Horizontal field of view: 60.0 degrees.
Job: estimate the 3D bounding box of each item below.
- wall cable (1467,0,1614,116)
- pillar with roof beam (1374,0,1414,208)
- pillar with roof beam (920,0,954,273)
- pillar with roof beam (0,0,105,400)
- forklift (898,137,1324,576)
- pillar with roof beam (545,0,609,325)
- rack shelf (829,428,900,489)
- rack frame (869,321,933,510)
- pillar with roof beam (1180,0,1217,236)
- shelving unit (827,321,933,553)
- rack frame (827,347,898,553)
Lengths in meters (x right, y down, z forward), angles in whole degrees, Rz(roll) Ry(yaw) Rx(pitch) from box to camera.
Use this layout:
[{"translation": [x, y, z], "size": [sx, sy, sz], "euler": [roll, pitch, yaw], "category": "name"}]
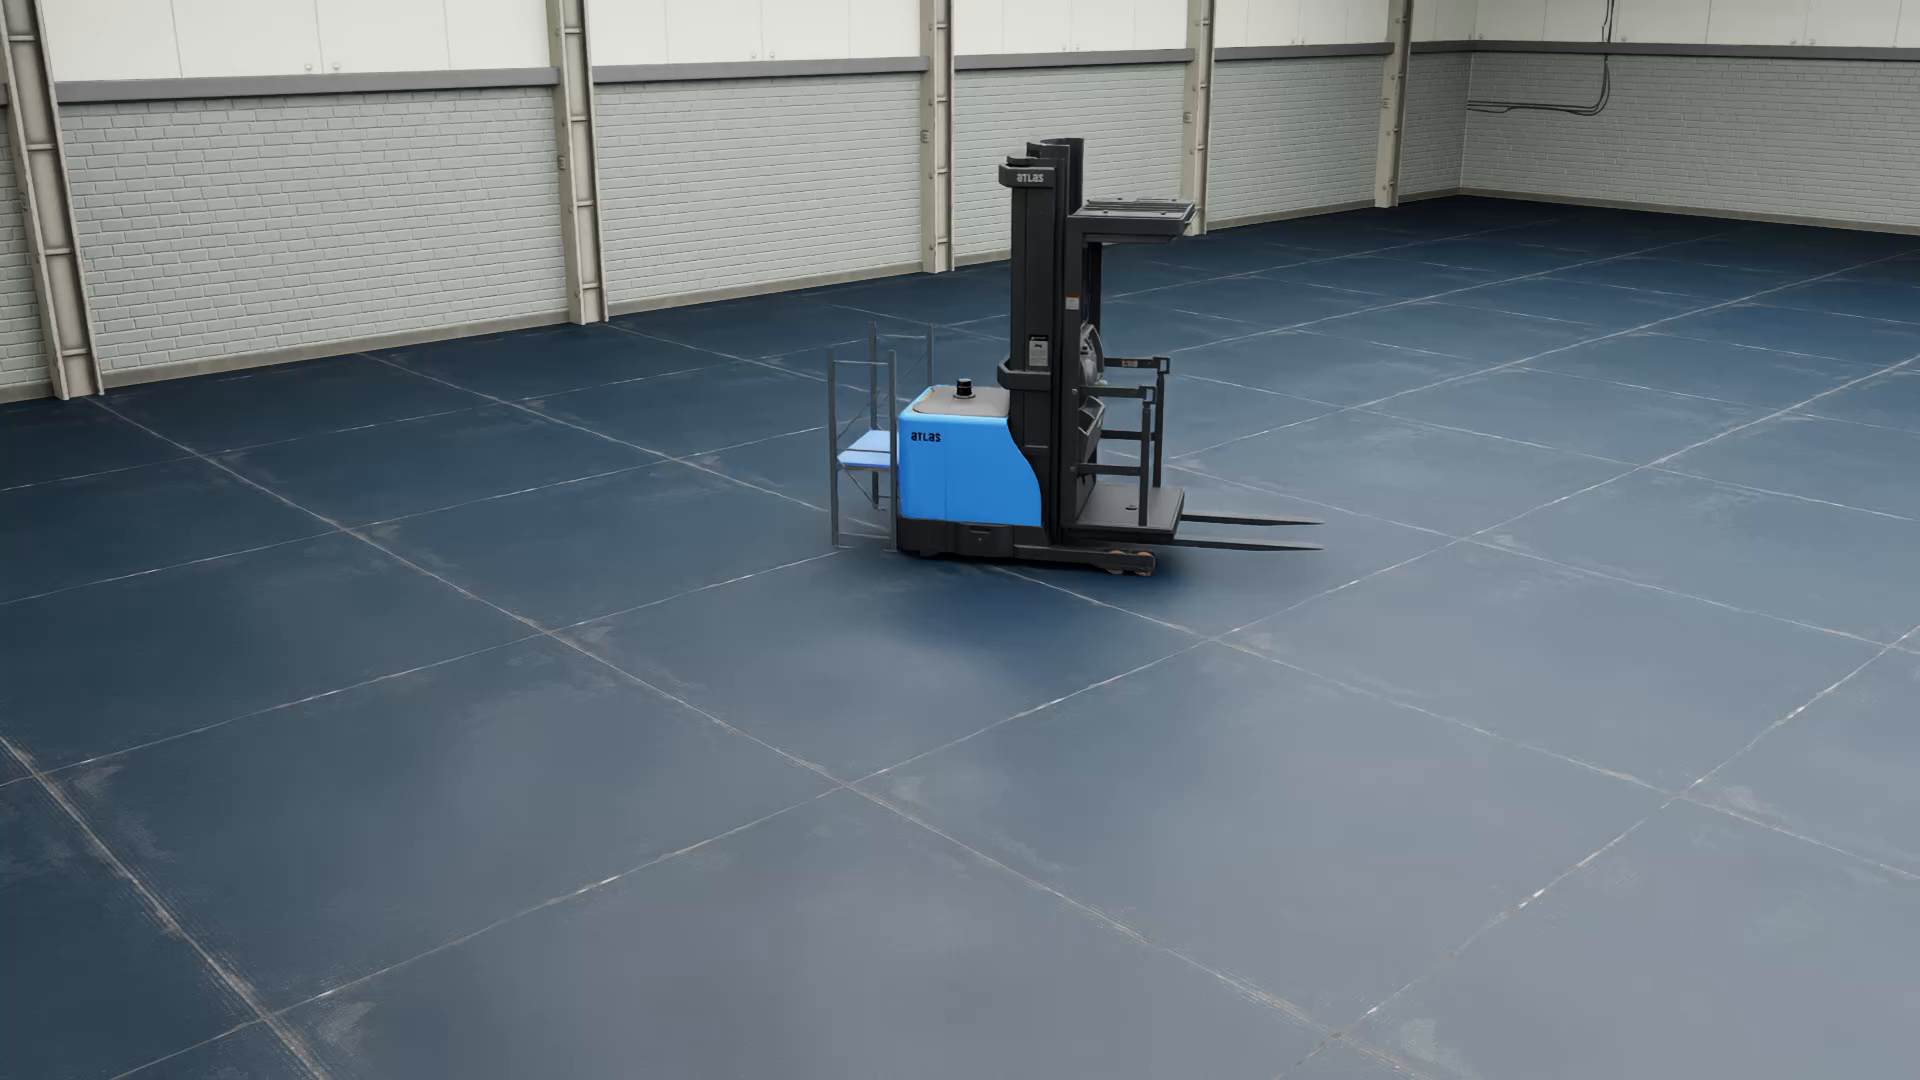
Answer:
[{"translation": [11.438, -9.710, 32.877], "size": [0.112, 2.526, 3.097], "euler": [-16, 24, -41], "category": "wall cable"}, {"translation": [11.347, -9.894, 28.411], "size": [0.400, 9.000, 9.100], "euler": [-16, 24, -41], "category": "pillar with roof beam"}, {"translation": [2.627, -7.351, 20.568], "size": [0.400, 9.000, 9.100], "euler": [-16, 24, -41], "category": "pillar with roof beam"}, {"translation": [-6.092, -4.809, 12.725], "size": [0.400, 9.000, 9.100], "euler": [-16, 24, -41], "category": "pillar with roof beam"}, {"translation": [1.122, -1.320, 11.805], "size": [3.031, 2.935, 1.130], "euler": [4, 18, 11], "category": "forklift"}, {"translation": [-1.732, -6.080, 16.647], "size": [0.400, 9.000, 9.100], "euler": [-16, 24, -41], "category": "pillar with roof beam"}, {"translation": [-0.577, -0.625, 12.563], "size": [0.538, 0.185, 1.000], "euler": [4, 18, 13], "category": "rack shelf"}, {"translation": [-0.452, -0.948, 12.976], "size": [0.500, 1.500, 0.032], "euler": [4, 18, 13], "category": "rack frame"}, {"translation": [6.987, -8.623, 24.489], "size": [0.400, 9.000, 9.100], "euler": [-16, 24, -41], "category": "pillar with roof beam"}, {"translation": [-0.577, -0.796, 12.507], "size": [0.538, 1.500, 1.048], "euler": [4, 18, 13], "category": "shelving unit"}, {"translation": [-0.701, -0.644, 12.039], "size": [0.500, 1.500, 0.032], "euler": [4, 18, 13], "category": "rack frame"}]
